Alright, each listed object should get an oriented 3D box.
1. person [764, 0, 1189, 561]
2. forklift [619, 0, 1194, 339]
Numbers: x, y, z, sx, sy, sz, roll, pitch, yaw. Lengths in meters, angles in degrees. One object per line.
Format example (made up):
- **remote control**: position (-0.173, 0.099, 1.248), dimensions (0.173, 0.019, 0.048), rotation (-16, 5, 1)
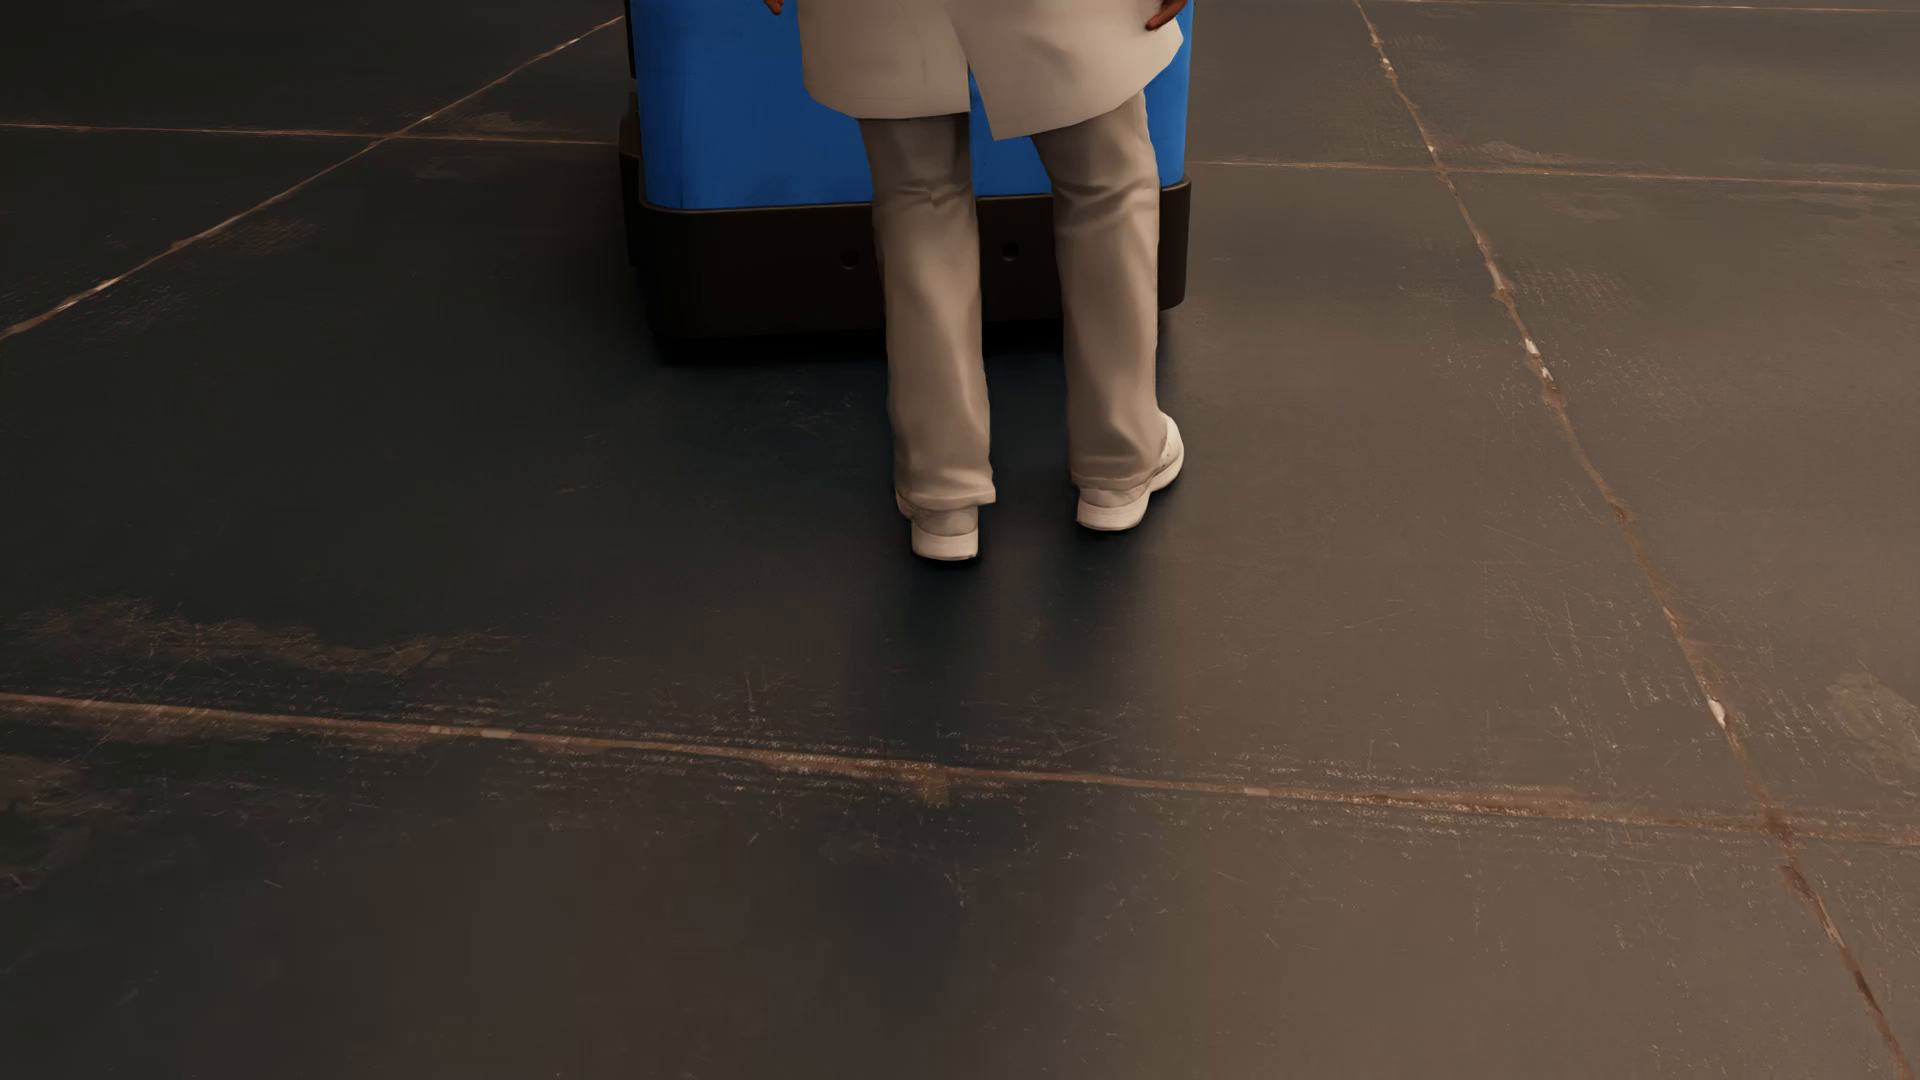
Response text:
- **person**: position (0.019, -0.842, 2.229), dimensions (0.725, 1.770, 0.573), rotation (5, 27, 9)
- **forklift**: position (-0.317, -2.319, 3.865), dimensions (1.130, 2.935, 3.031), rotation (-4, 27, -9)
